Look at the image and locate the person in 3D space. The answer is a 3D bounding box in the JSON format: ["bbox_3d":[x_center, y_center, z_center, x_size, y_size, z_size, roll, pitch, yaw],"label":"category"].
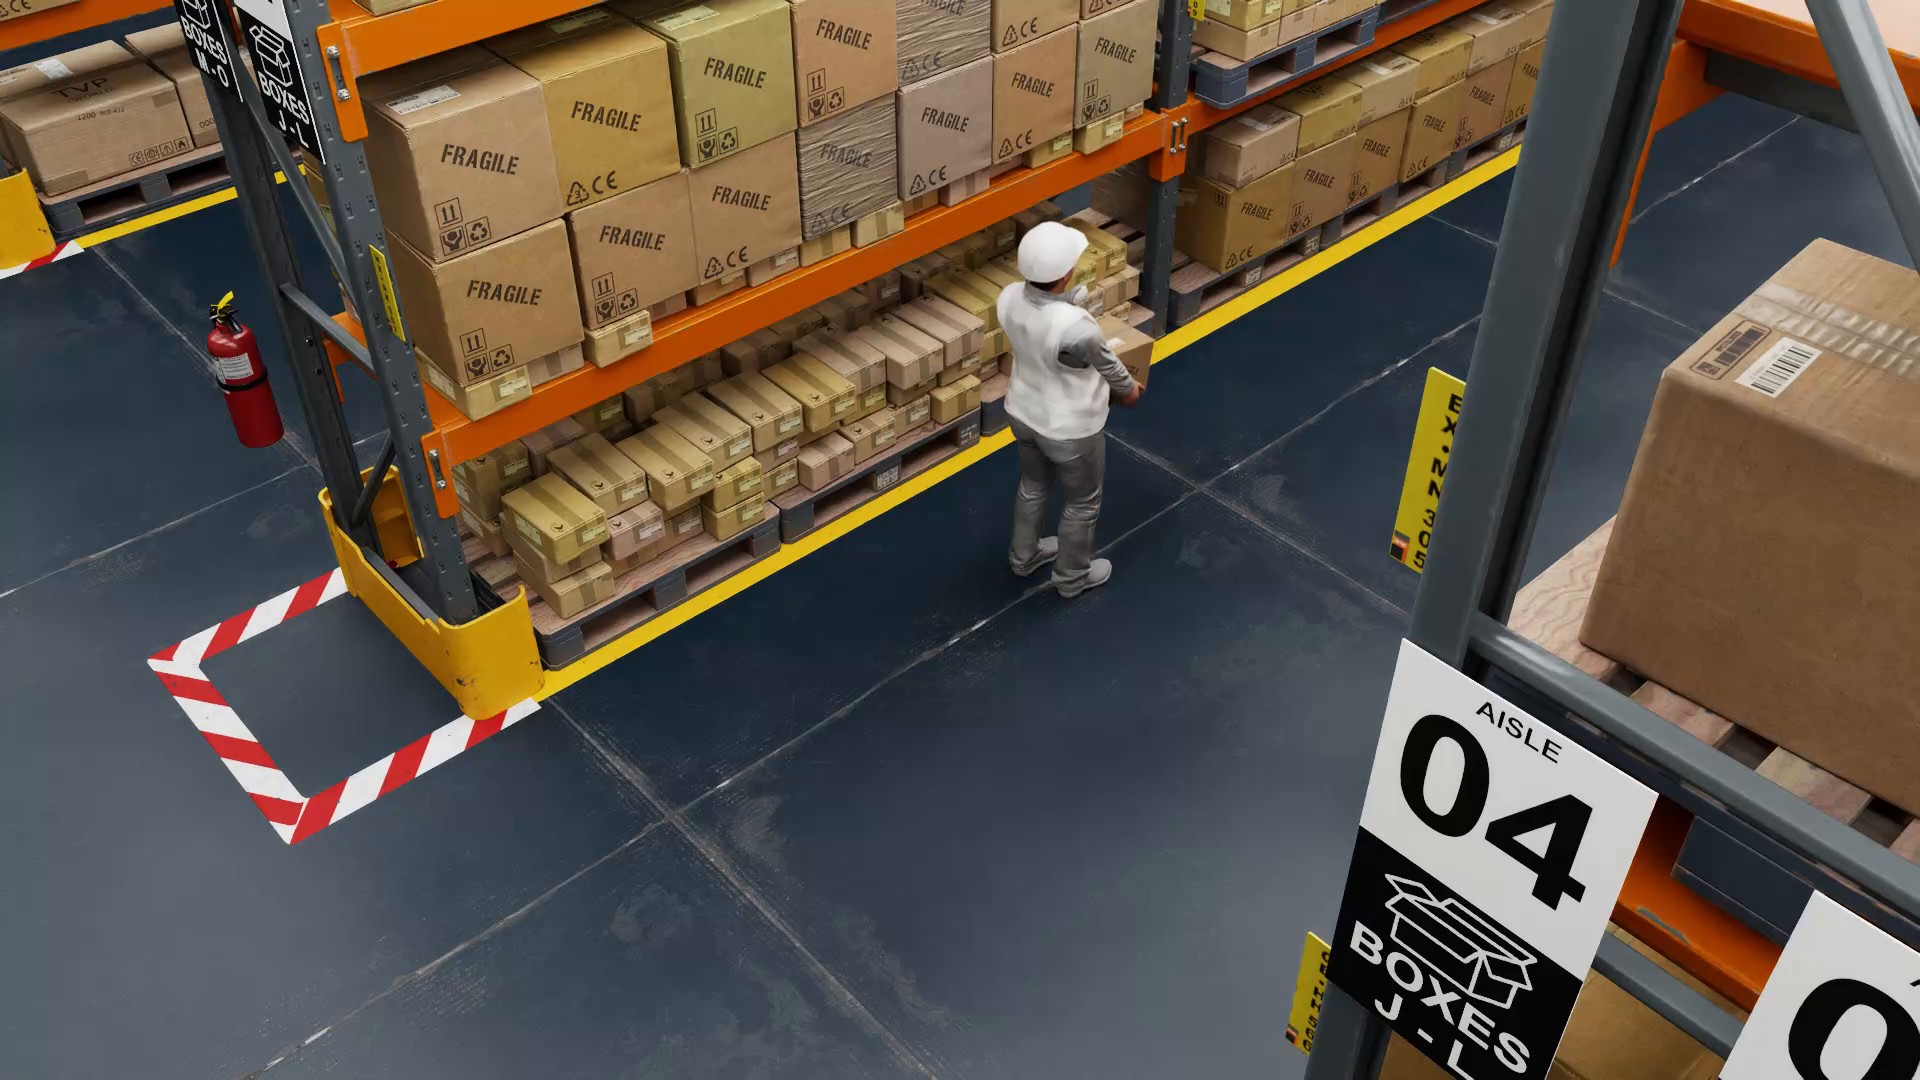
[{"bbox_3d":[0.451,-0.554,6.812,0.551,1.762,0.494,-29,48,-31],"label":"person"}]
